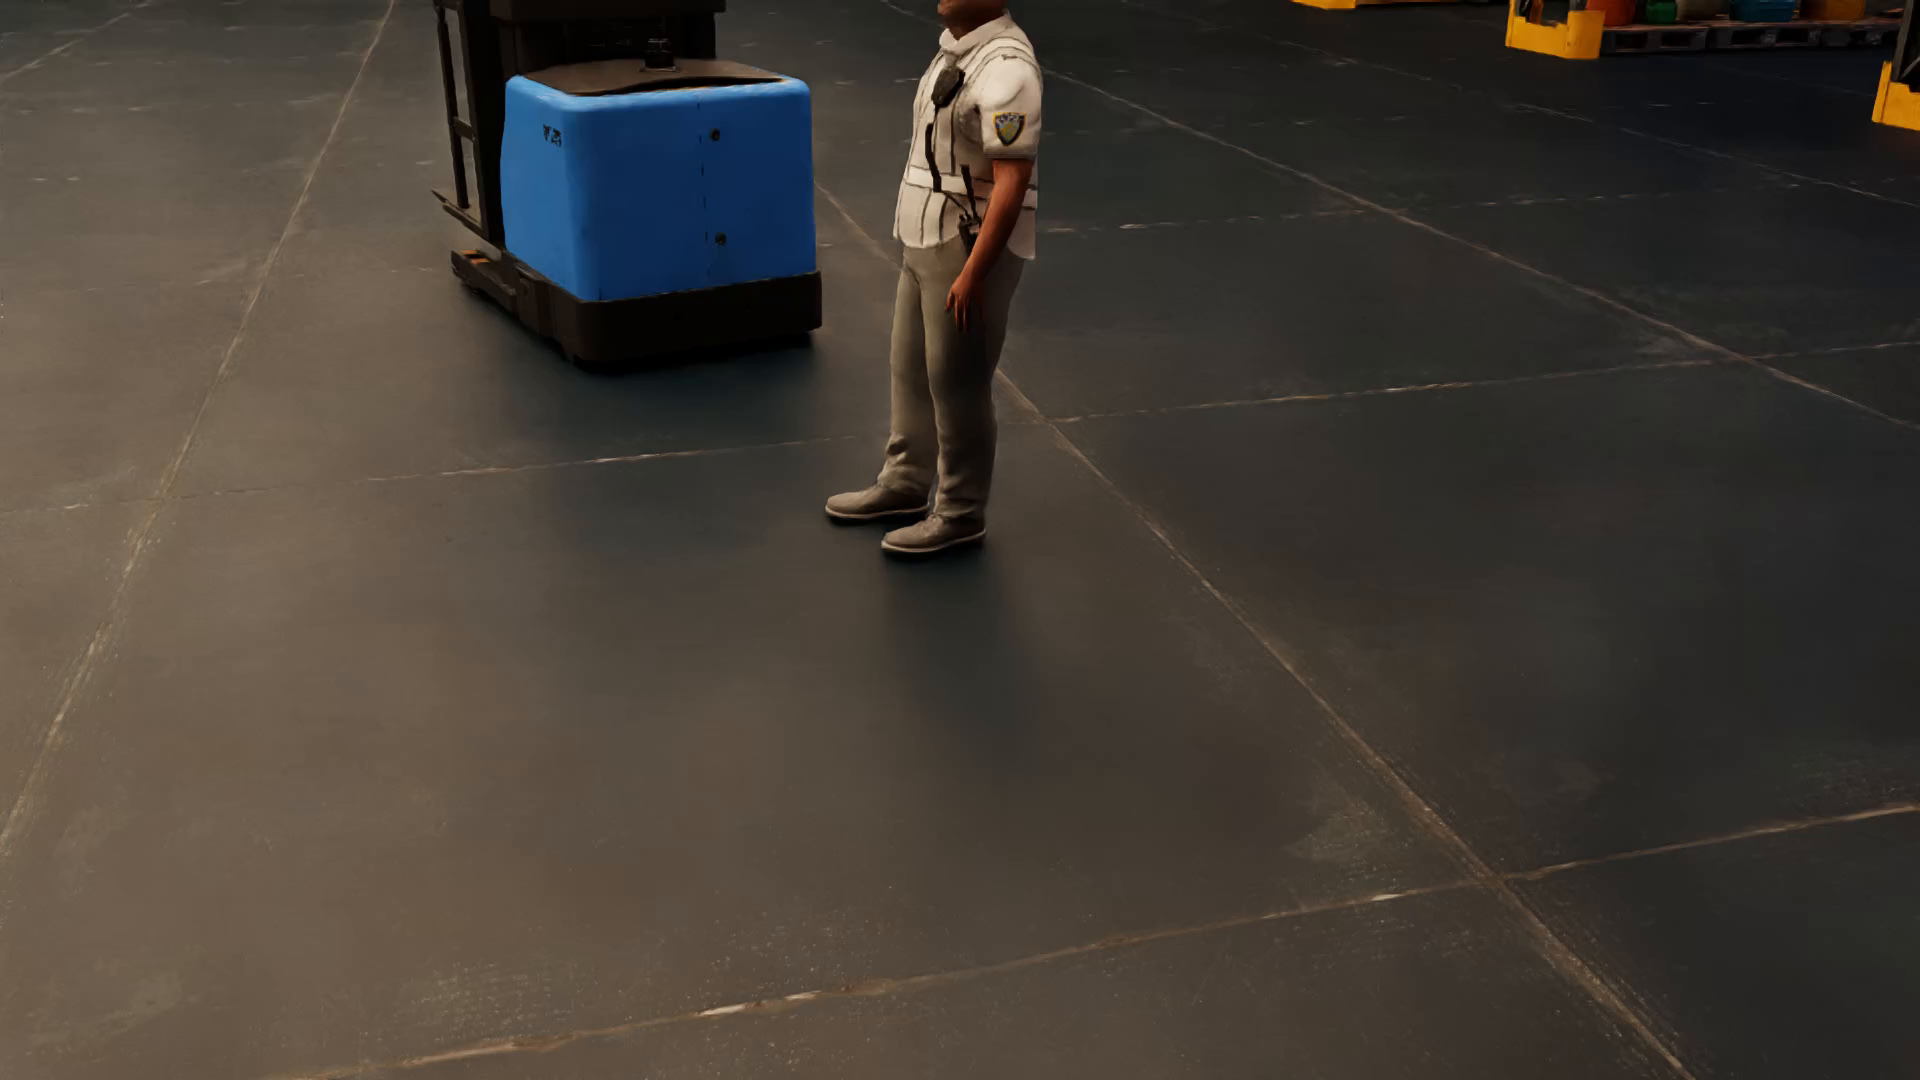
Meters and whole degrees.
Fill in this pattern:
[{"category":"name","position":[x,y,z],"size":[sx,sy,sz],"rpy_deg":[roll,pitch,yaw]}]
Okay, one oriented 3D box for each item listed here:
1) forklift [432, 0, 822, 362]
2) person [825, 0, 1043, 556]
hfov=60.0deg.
[{"category":"forklift","position":[-1.762,-2.580,7.371],"size":[1.130,2.935,3.031],"rpy_deg":[-13,26,-28]},{"category":"person","position":[-0.078,-0.823,4.693],"size":[0.574,1.778,0.640],"rpy_deg":[-6,24,-14]}]
